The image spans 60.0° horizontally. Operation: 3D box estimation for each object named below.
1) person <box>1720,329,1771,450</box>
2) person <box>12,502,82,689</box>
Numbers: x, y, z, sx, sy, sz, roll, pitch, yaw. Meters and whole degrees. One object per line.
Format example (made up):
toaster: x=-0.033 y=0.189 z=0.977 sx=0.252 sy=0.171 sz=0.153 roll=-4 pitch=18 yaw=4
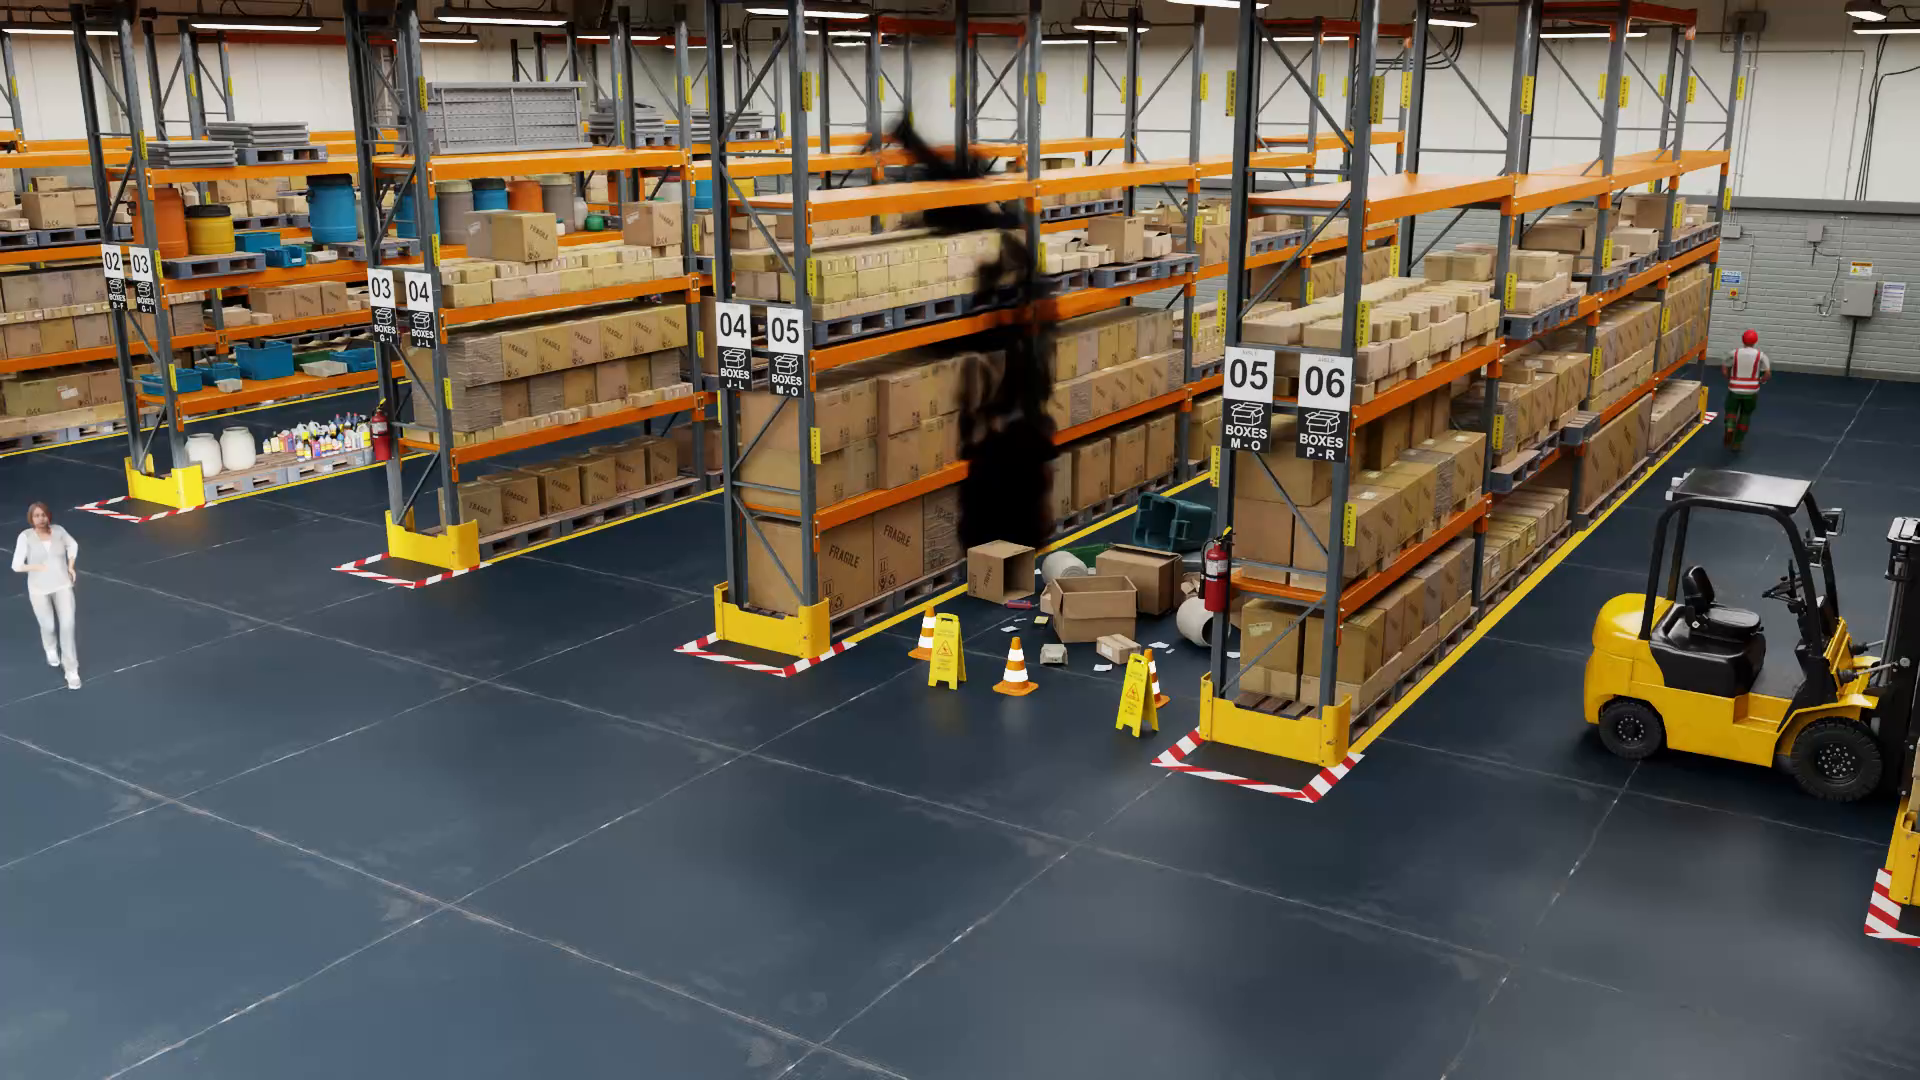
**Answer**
person: x=11.130 y=-2.129 z=23.629 sx=0.653 sy=1.736 sz=0.621 roll=8 pitch=17 yaw=27
person: x=-7.945 y=0.444 z=14.541 sx=0.538 sy=1.596 sz=0.844 roll=-10 pitch=19 yaw=-33
